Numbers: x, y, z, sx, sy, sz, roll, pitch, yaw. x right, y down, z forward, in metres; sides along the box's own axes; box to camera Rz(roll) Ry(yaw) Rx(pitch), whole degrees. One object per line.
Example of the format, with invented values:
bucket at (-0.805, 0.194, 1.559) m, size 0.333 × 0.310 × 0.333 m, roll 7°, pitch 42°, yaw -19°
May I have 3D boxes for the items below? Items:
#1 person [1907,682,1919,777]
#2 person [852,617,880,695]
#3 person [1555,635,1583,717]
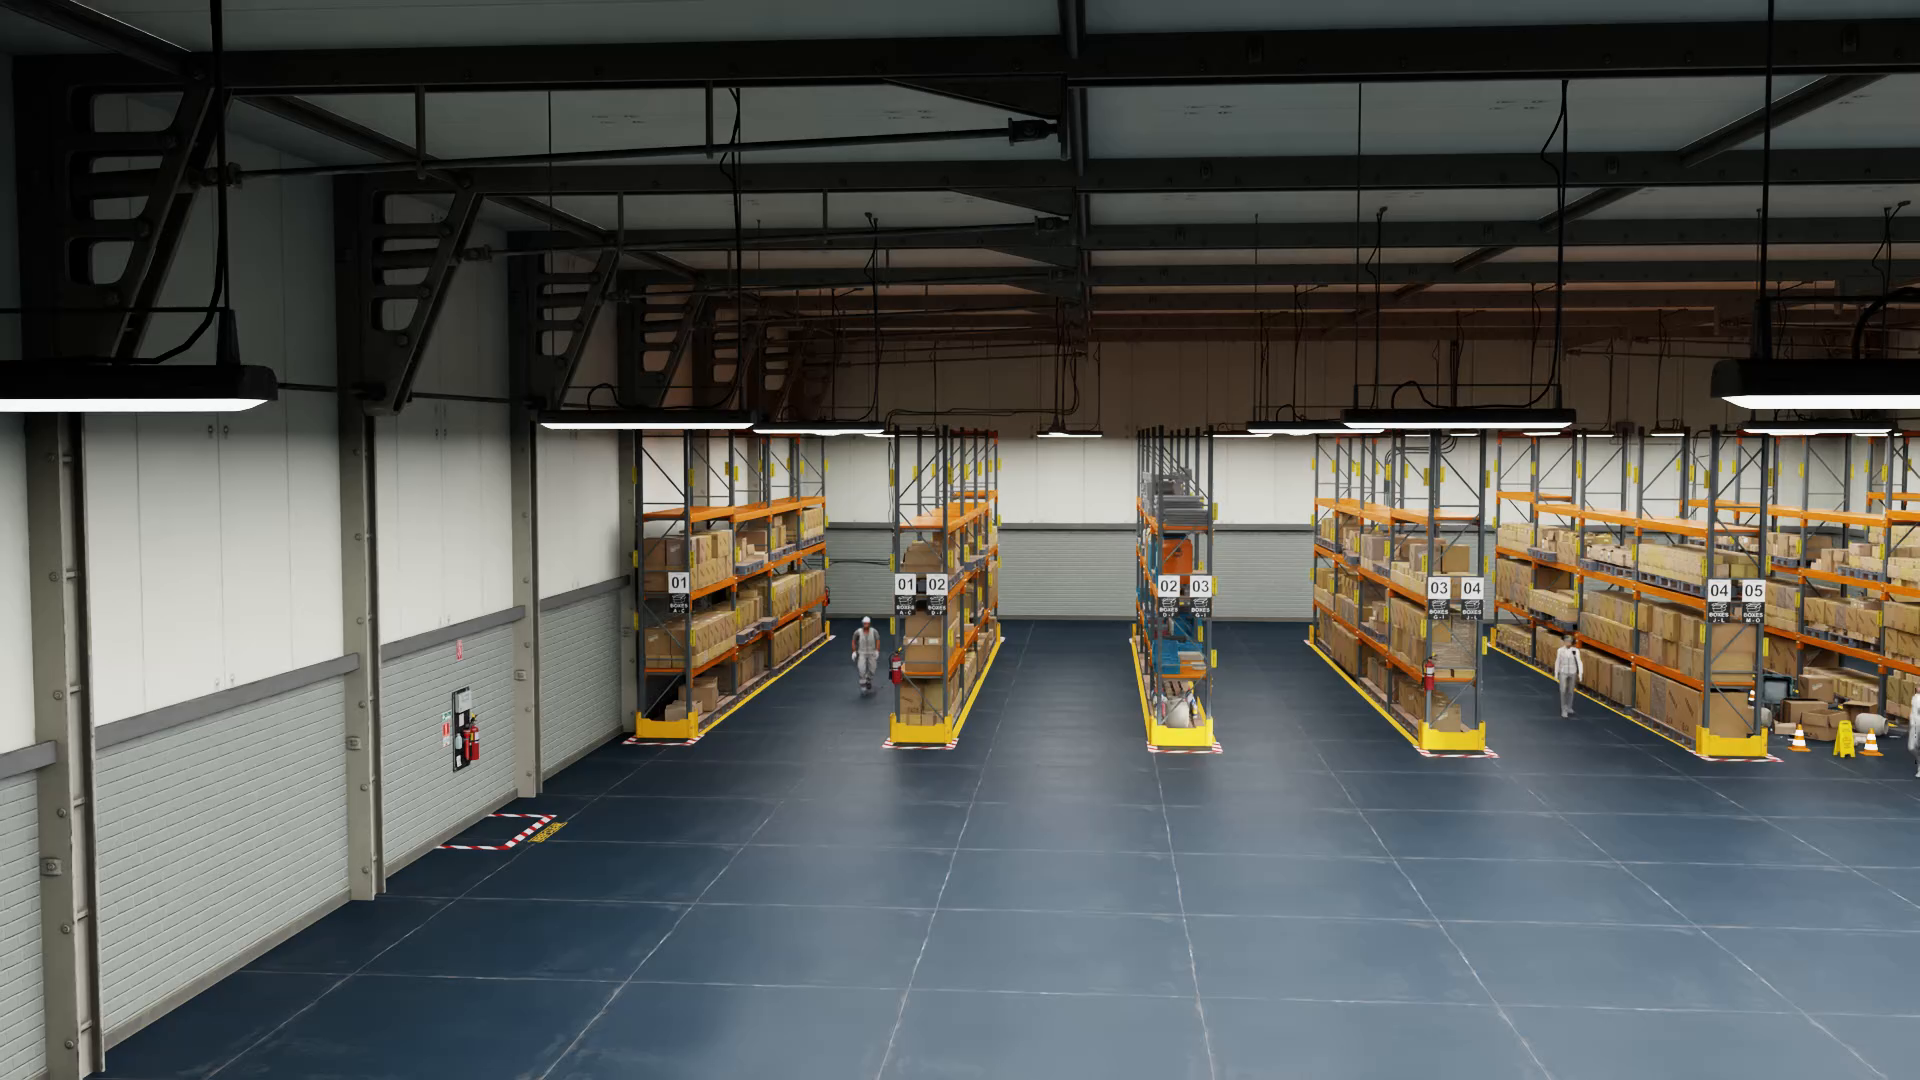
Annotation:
person at (16.401, 3.170, 28.250) m, size 0.560 × 1.670 × 0.456 m, roll -3°, pitch 4°, yaw -40°
person at (-2.140, 2.590, 37.577) m, size 0.628 × 1.767 × 0.688 m, roll -1°, pitch 3°, yaw -10°
person at (12.677, 2.814, 34.623) m, size 0.543 × 1.686 × 0.638 m, roll 1°, pitch 4°, yaw 16°
